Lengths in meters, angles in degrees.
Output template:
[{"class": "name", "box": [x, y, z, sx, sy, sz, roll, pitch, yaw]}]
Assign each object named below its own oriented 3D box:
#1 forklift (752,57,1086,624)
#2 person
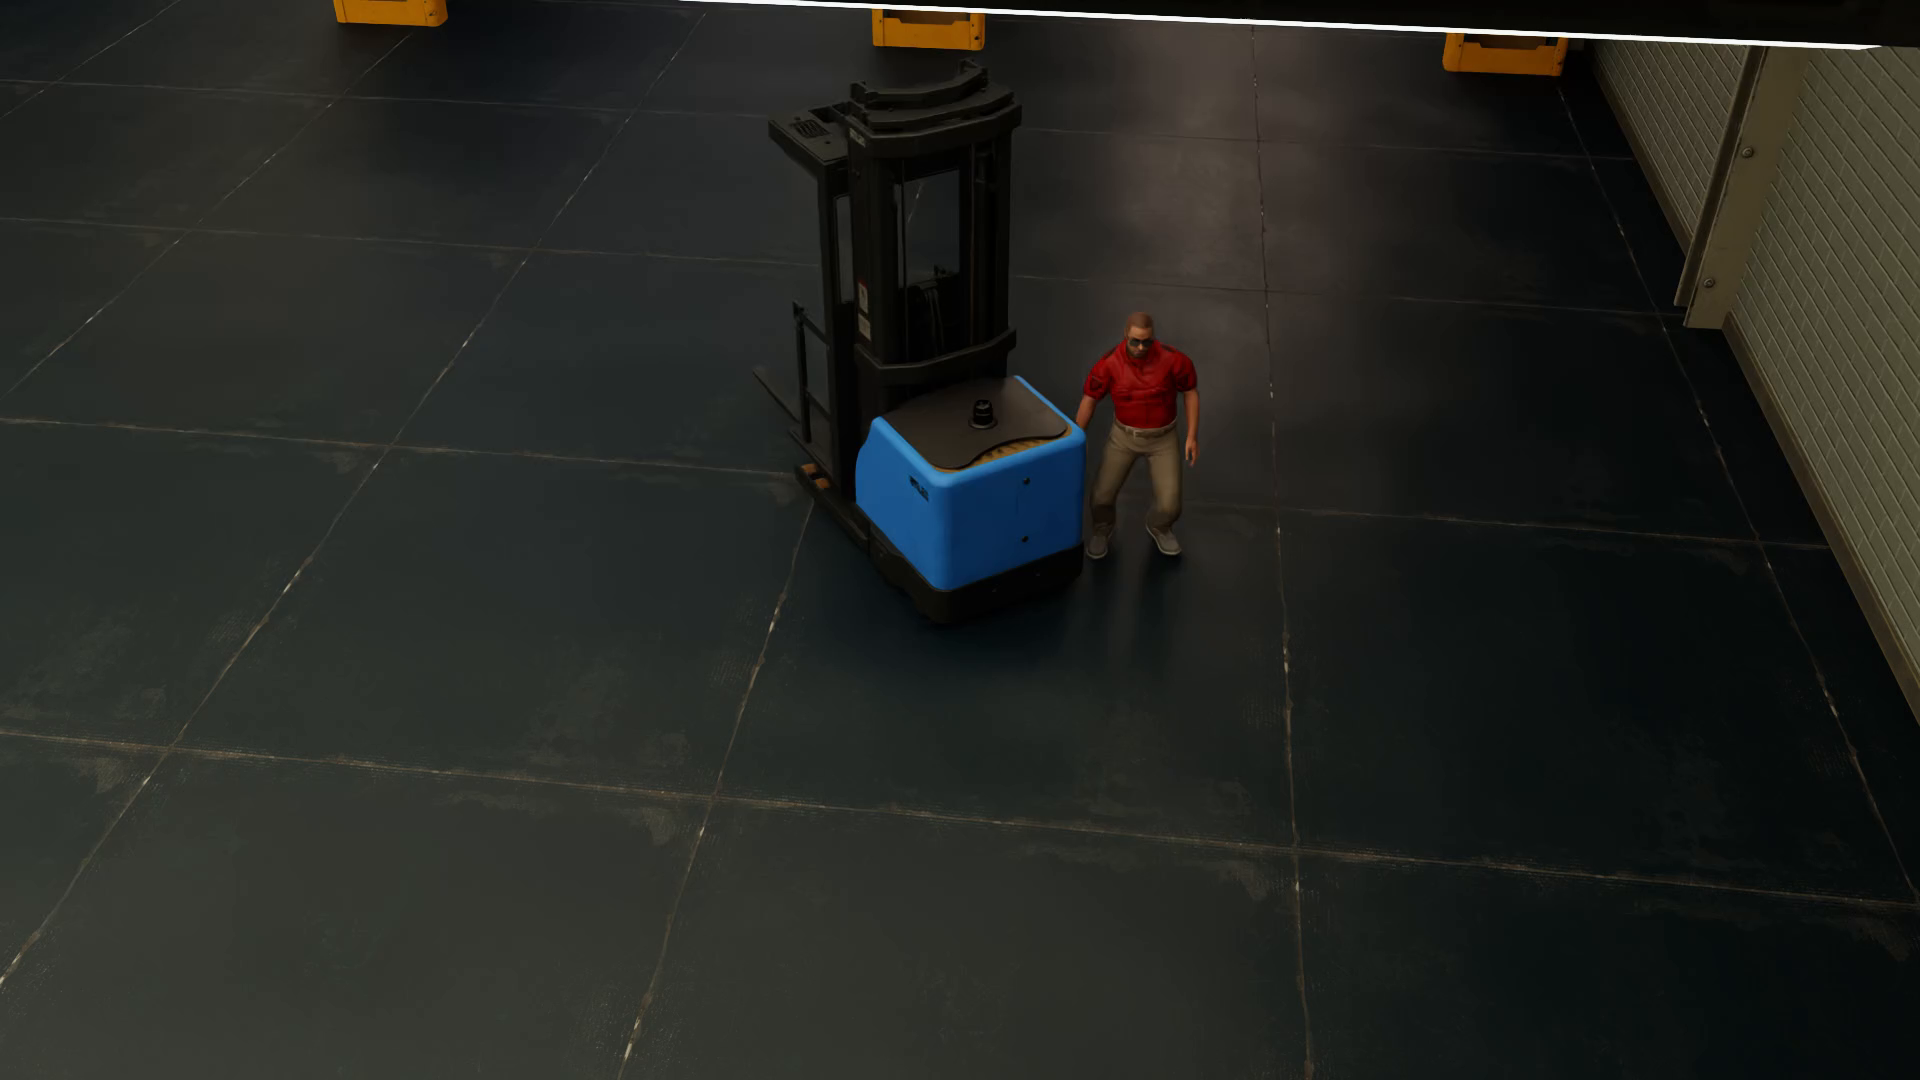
[{"class": "forklift", "box": [-0.428, -1.541, 10.121, 1.130, 2.935, 3.031, -19, 40, -24]}, {"class": "person", "box": [1.051, -0.601, 9.918, 0.767, 1.645, 0.448, 7, 37, 9]}]
